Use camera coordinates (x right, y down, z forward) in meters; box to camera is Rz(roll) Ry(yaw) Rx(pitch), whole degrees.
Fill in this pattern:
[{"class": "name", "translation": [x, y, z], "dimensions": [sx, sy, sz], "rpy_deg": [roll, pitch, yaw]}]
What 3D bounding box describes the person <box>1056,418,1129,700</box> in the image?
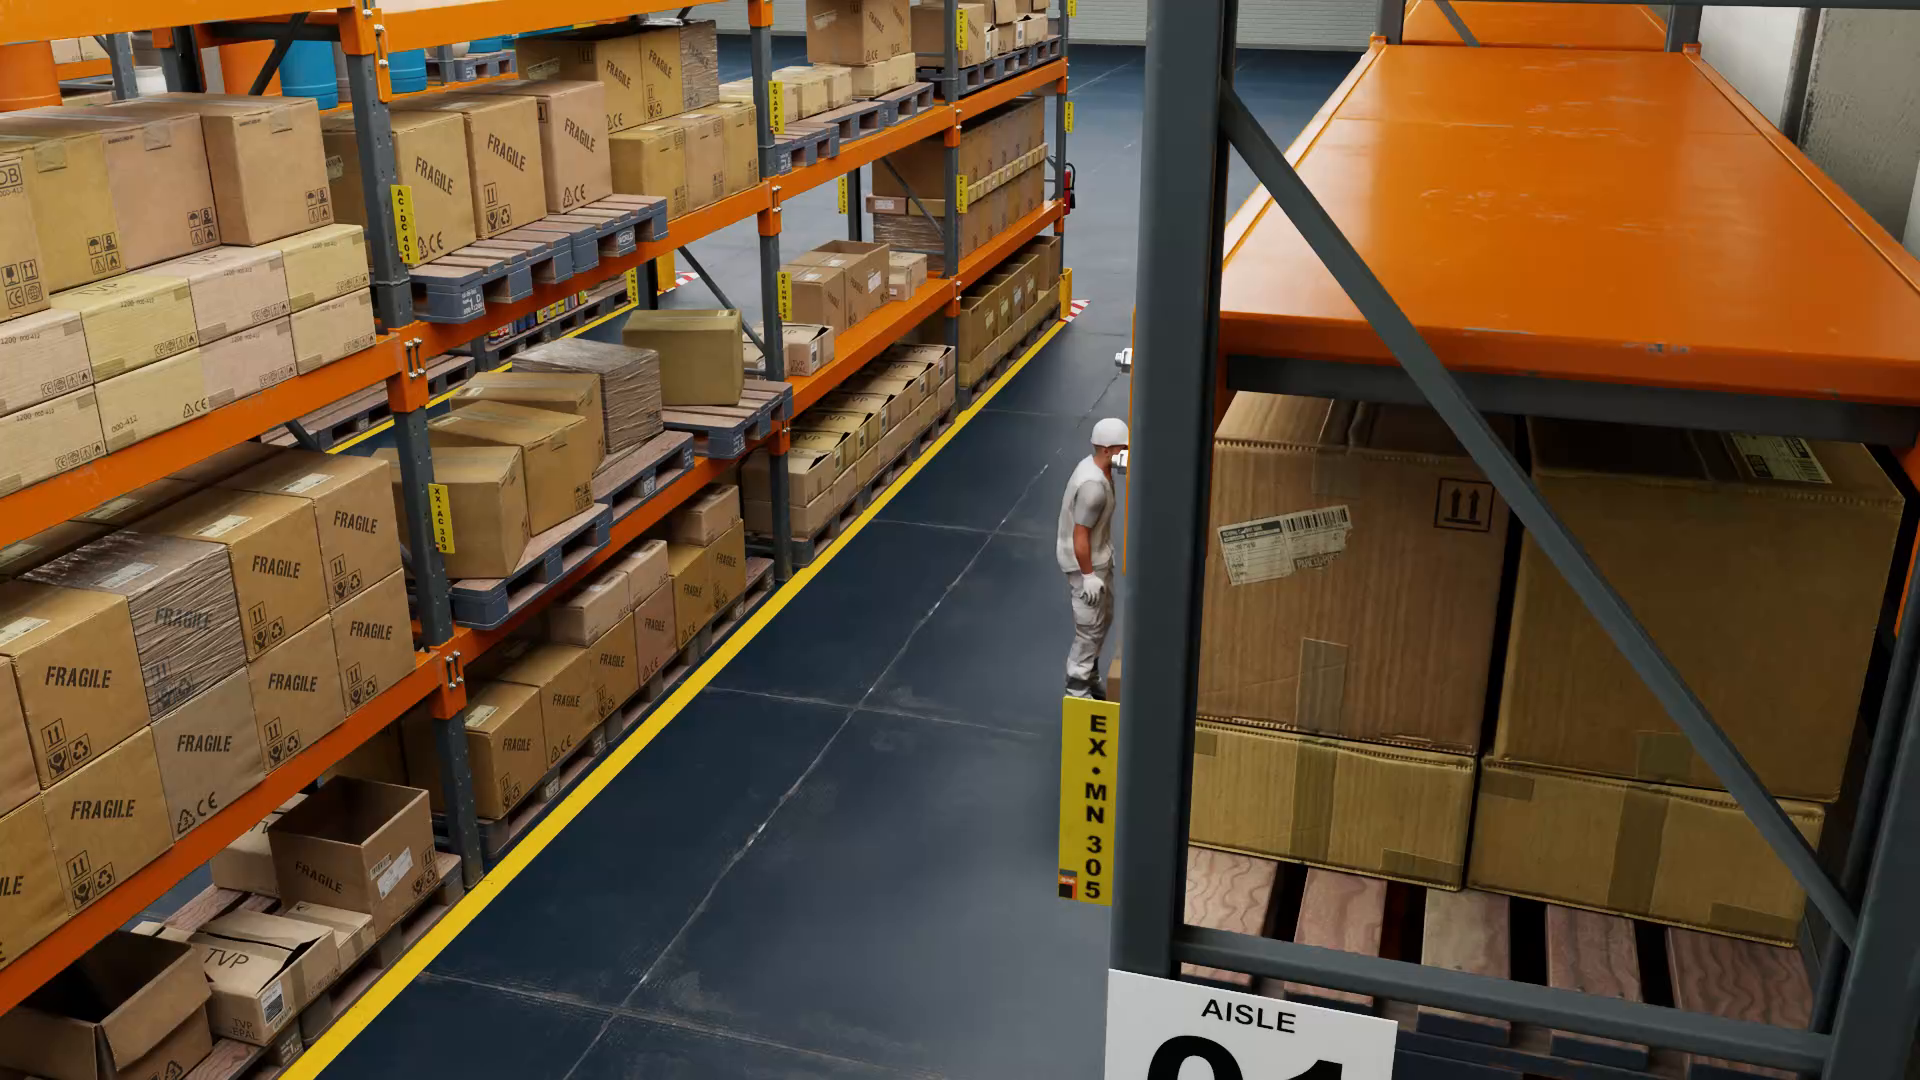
[{"class": "person", "translation": [0.793, 0.148, 9.697], "dimensions": [0.451, 1.778, 0.612], "rpy_deg": [5, 22, 12]}]
